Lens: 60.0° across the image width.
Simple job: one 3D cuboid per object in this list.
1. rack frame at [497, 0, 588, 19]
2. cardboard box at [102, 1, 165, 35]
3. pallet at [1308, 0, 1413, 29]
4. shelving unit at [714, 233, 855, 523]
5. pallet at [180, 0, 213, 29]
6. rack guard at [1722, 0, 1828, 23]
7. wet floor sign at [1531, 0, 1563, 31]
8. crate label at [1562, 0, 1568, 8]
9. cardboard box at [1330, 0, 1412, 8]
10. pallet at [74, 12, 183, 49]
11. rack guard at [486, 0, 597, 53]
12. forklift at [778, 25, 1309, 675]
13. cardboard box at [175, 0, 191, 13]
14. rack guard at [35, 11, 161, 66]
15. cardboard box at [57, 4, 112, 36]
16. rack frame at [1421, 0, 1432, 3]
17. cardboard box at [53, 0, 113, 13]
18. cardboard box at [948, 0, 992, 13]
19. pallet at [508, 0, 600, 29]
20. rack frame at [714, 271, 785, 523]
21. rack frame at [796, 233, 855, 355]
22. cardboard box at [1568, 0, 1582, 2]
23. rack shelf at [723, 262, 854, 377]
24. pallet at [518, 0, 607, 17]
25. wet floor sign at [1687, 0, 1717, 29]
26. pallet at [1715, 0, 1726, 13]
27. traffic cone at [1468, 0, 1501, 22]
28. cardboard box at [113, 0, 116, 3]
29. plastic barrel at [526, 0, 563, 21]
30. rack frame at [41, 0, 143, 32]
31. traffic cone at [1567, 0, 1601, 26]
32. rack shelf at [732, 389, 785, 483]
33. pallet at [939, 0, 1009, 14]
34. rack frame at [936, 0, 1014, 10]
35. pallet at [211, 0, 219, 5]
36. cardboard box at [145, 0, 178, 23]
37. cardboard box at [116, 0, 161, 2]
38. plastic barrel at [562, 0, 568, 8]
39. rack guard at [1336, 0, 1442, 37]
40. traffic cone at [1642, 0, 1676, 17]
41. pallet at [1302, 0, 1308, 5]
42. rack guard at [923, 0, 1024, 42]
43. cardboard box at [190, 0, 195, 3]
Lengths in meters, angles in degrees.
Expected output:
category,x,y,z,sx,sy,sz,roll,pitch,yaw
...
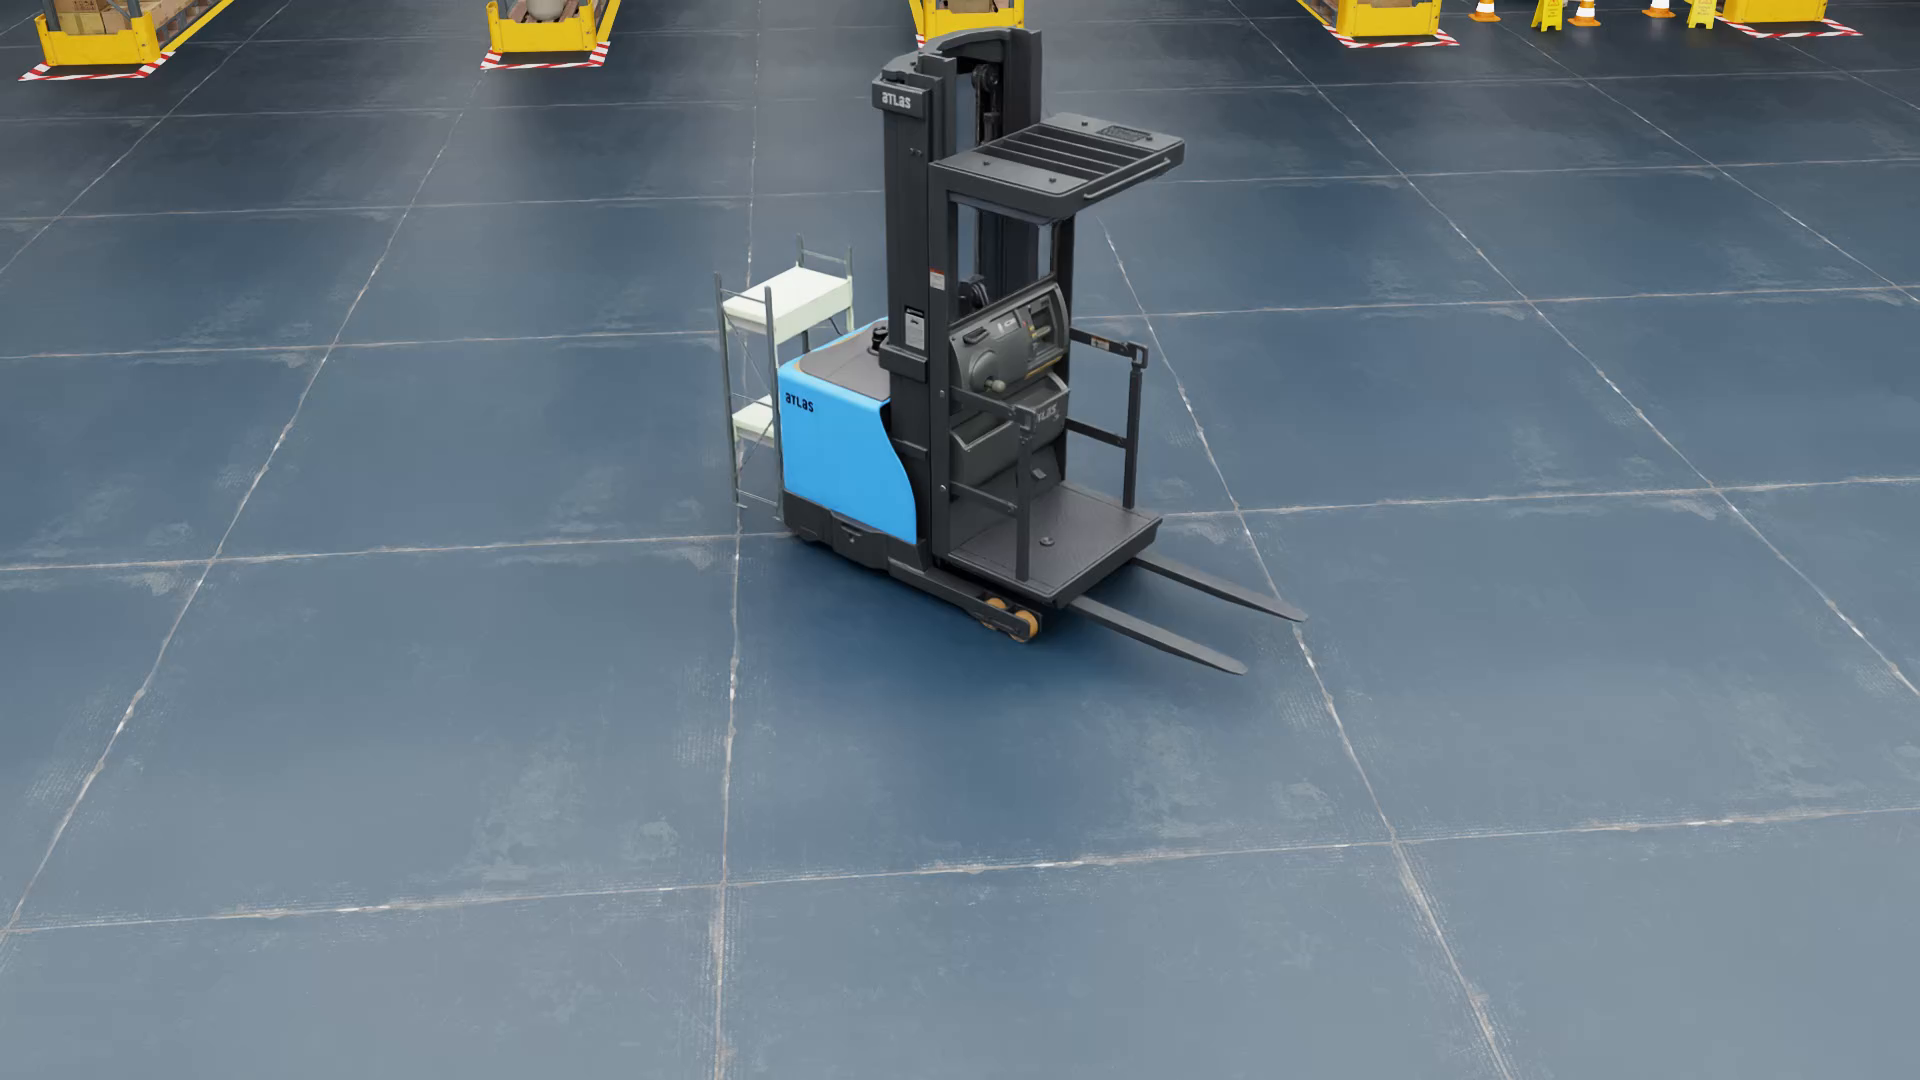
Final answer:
category,x,y,z,sx,sy,sz,roll,pitch,yaw
rack frame,-4.766,-6.972,18.497,1.000,3.000,0.127,-3,31,-5
cardboard box,-9.527,-6.021,19.176,0.500,0.250,0.500,-3,31,-5
pallet,4.960,-6.602,20.598,1.003,0.211,1.213,-3,31,-5
shelving unit,-1.005,-0.961,9.896,0.431,1.500,0.755,19,36,29
pallet,-9.922,-6.549,20.508,1.003,0.211,1.213,-3,31,-5
rack guard,10.025,-6.649,20.395,1.175,0.500,0.348,-3,31,-5
wet floor sign,7.087,-6.464,19.943,0.267,0.644,0.232,-8,32,-13
crate label,7.499,-6.784,20.974,0.250,0.136,0.298,-20,36,-30
cardboard box,4.984,-7.006,20.217,0.875,0.875,0.875,-3,31,-4
pallet,-9.812,-5.928,19.468,1.003,0.211,1.213,-3,31,-5
rack guard,-4.820,-5.935,19.199,1.175,0.500,0.348,-3,31,-5
forklift,0.429,-1.023,8.605,3.031,2.935,1.130,23,38,33
cardboard box,-9.624,-6.531,20.031,0.500,0.250,0.500,-3,31,-5
rack guard,-9.696,-5.651,18.723,1.175,0.500,0.348,-3,31,-5
cardboard box,-10.043,-5.996,19.135,0.500,0.250,0.500,-3,31,-5
rack frame,5.113,-7.395,19.205,1.000,3.000,0.127,-3,31,-5
cardboard box,-10.045,-6.318,18.942,0.500,0.500,0.500,-3,31,-5
cardboard box,0.123,-6.636,19.962,0.500,0.500,0.500,3,31,5
pallet,-4.891,-6.226,19.968,1.003,0.211,1.213,-3,31,-5
rack frame,-1.211,-0.806,9.635,0.400,1.500,0.023,19,36,29
rack frame,-0.800,-1.117,10.156,0.400,1.500,0.023,19,36,29
cardboard box,7.898,-7.032,21.378,0.380,0.149,0.250,13,33,21
rack shelf,-1.006,-1.297,9.696,0.431,0.370,0.720,19,36,29
pallet,-5.002,-6.848,21.008,1.003,0.211,1.213,-3,31,-5
wet floor sign,8.984,-6.525,20.044,0.267,0.644,0.232,8,32,13
pallet,9.984,-6.942,21.166,1.003,0.211,1.213,-3,31,-5
traffic cone,6.477,-6.645,20.424,0.336,0.463,0.334,-3,31,-5
cardboard box,-10.101,-6.250,19.561,0.500,0.250,0.500,-3,31,-5
plastic barrel,-4.904,-6.416,19.583,0.421,0.512,0.421,0,31,0
rack frame,-9.698,-6.736,18.103,1.000,3.000,0.127,-3,31,-5
traffic cone,7.634,-6.526,20.224,0.336,0.463,0.334,-3,31,-5
rack shelf,-1.004,-0.681,10.062,0.431,0.370,0.720,19,36,29
pallet,0.117,-6.467,20.371,1.003,0.211,1.213,-3,31,-5
rack frame,0.165,-7.209,18.894,1.000,3.000,0.127,-3,31,-5
pallet,-10.040,-7.173,21.554,1.003,0.211,1.213,-3,31,-5
cardboard box,-9.577,-6.276,19.603,0.500,0.250,0.500,-3,31,-5
cardboard box,-9.576,-6.598,19.411,0.500,0.500,0.500,-3,31,-5
plastic barrel,-4.951,-6.672,20.012,0.421,0.512,0.421,0,31,0
rack guard,5.115,-6.310,19.826,1.175,0.500,0.348,-3,31,-5
traffic cone,8.707,-6.752,20.604,0.336,0.463,0.334,-3,31,-5
pallet,4.849,-7.224,21.638,1.003,0.211,1.213,-3,31,-5
rack guard,0.158,-6.175,19.600,1.175,0.500,0.348,-3,31,-5
cardboard box,-9.665,-6.786,20.459,0.500,0.250,0.500,-3,31,-5
